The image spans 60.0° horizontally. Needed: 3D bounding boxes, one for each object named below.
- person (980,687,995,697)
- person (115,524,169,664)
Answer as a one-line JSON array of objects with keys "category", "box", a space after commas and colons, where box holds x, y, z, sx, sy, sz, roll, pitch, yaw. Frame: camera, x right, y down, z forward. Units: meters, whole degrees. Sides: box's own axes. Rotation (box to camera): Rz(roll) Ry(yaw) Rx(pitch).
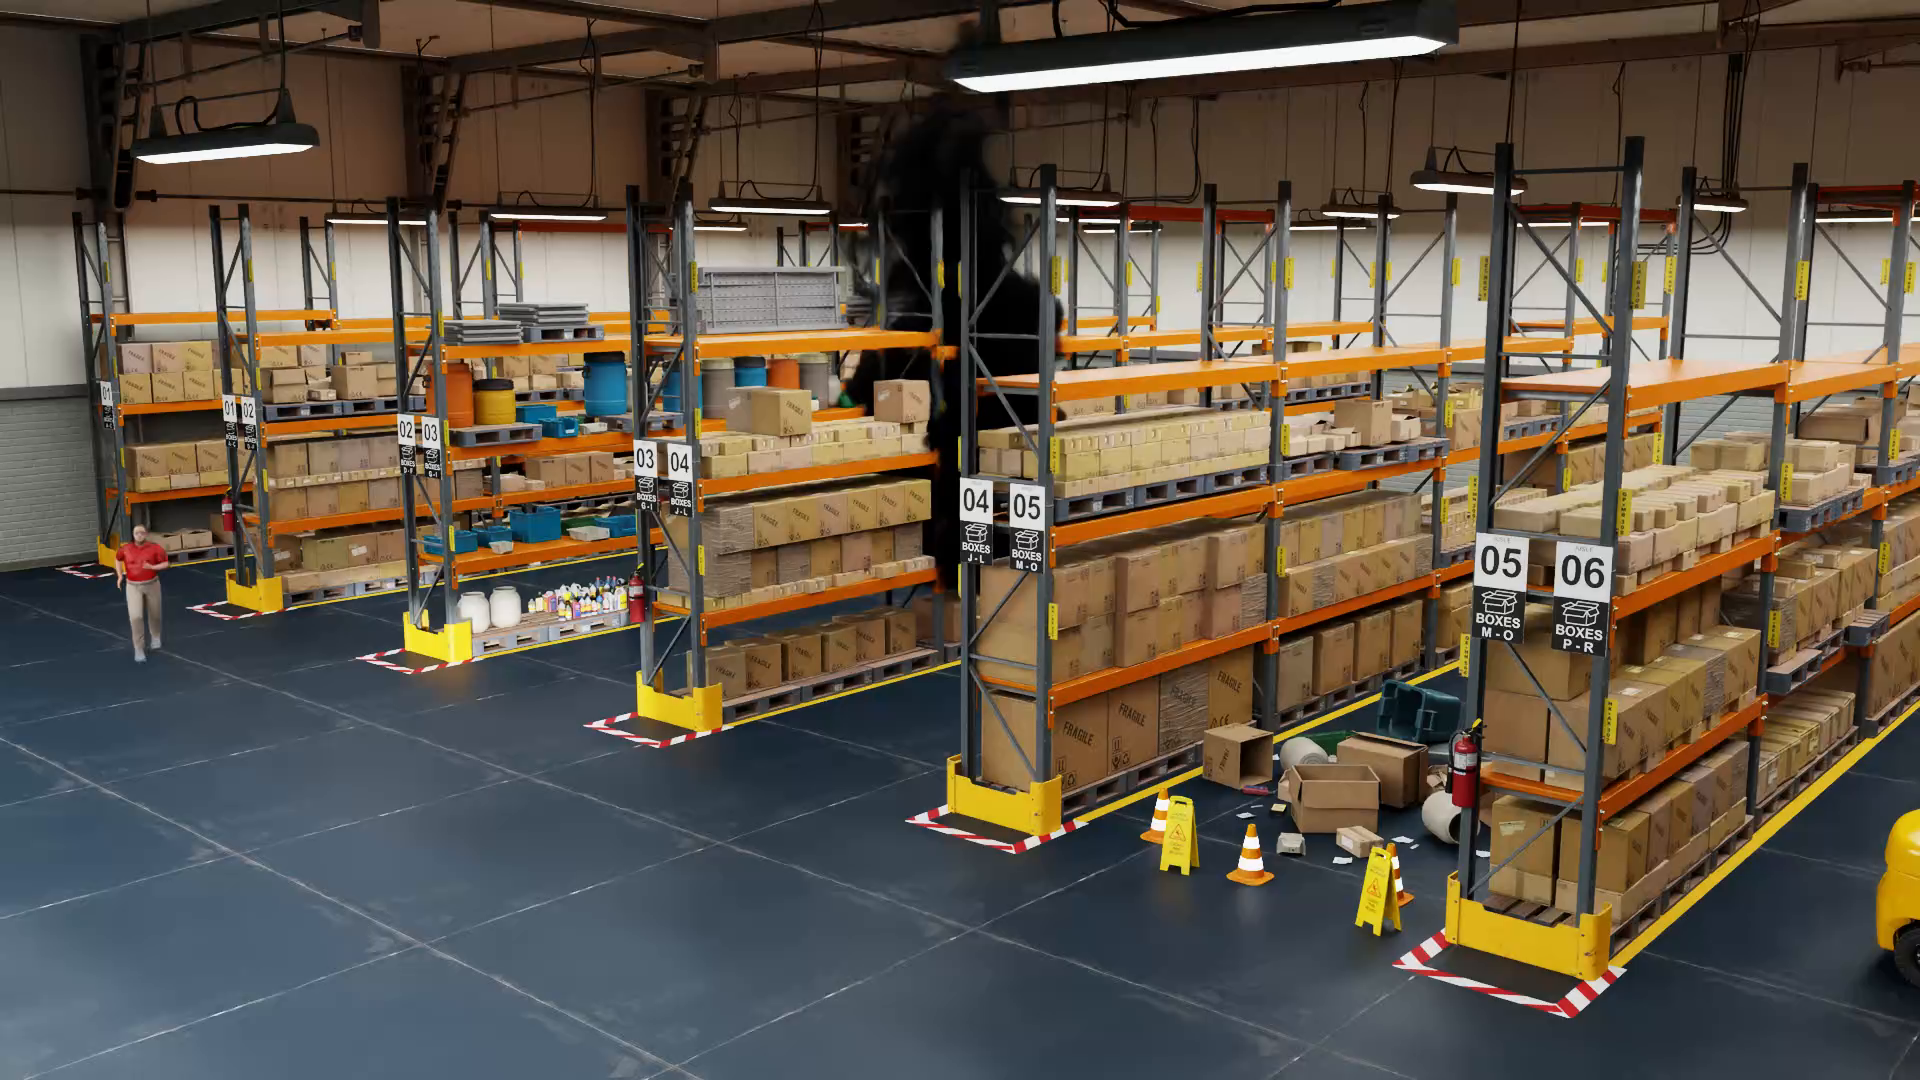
[{"category": "person", "box": [0.474, 1.303, 18.137, 0.581, 1.723, 0.695, 5, 11, 26]}, {"category": "person", "box": [-10.779, 0.672, 21.968, 0.649, 1.767, 0.888, -4, 10, -25]}]
